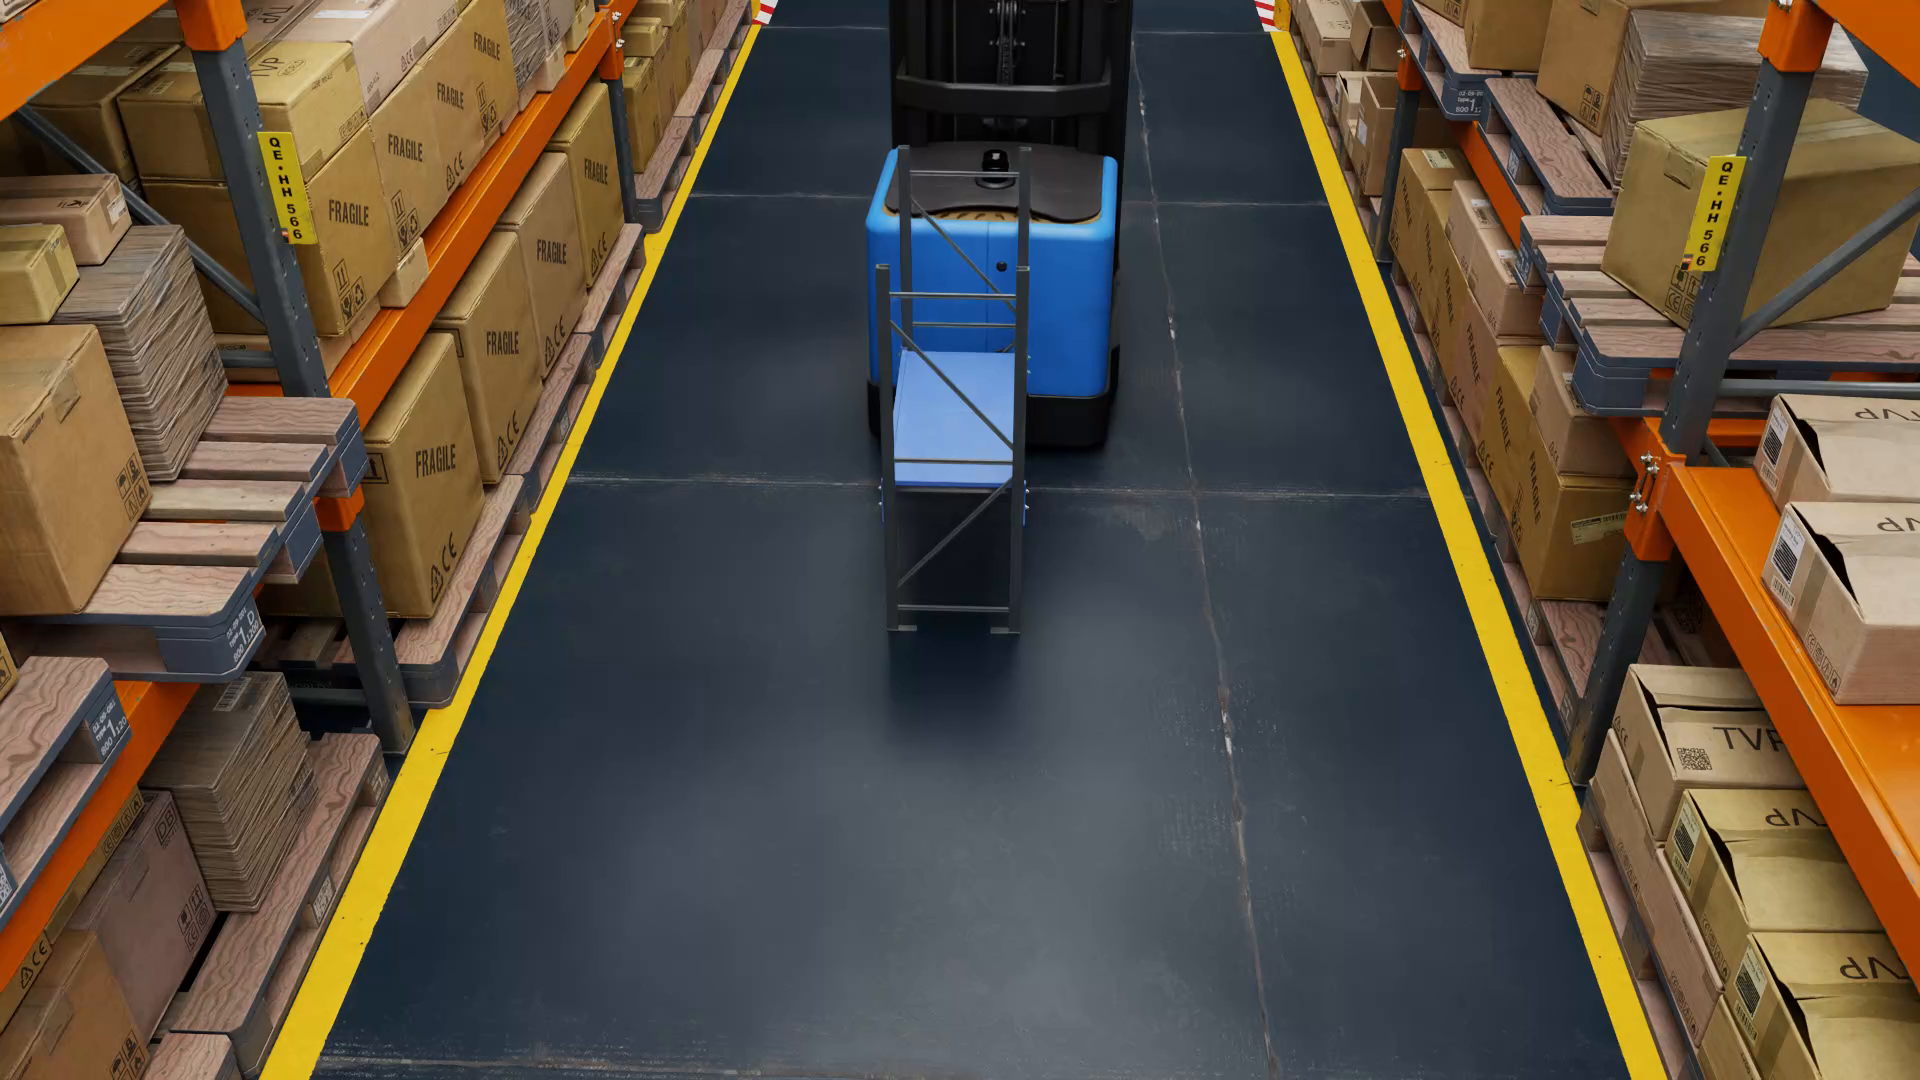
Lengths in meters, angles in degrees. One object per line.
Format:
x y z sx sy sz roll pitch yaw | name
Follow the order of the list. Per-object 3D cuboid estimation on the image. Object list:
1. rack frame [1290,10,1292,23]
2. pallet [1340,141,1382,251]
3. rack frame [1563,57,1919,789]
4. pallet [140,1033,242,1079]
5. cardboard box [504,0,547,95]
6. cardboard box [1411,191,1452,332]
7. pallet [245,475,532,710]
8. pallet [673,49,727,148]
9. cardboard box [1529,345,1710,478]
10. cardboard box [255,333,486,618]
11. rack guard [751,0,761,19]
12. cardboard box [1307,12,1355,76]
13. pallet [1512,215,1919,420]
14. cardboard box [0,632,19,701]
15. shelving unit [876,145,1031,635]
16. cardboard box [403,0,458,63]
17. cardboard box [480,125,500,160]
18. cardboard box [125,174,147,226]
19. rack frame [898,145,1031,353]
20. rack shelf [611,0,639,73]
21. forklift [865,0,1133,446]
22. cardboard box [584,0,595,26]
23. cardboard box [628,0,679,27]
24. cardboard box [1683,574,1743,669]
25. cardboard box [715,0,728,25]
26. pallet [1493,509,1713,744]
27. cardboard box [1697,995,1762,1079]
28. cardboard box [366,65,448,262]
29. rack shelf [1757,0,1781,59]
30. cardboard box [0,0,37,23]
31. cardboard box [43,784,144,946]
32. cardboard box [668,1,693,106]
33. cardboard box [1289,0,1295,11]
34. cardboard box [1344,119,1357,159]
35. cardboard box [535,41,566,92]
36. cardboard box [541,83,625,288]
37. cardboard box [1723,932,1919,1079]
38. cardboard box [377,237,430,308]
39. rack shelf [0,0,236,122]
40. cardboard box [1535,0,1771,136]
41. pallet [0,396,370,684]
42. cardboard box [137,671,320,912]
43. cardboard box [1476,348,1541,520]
2.875 -5.016 11.278 1.000 3.000 0.127 1 35 2 | rack frame
2.743 -1.971 9.371 1.003 0.211 1.213 1 35 2 | pallet
2.554 -0.419 4.738 1.000 3.000 0.127 1 35 2 | rack frame
-2.480 1.757 4.066 1.003 0.211 1.213 1 35 2 | pallet
-2.041 -2.148 6.834 0.500 0.500 0.500 1 35 2 | cardboard box
2.441 -1.296 7.776 0.500 0.500 0.500 2 35 3 | cardboard box
-2.289 0.158 6.341 1.003 0.211 1.213 1 35 2 | pallet
-2.080 -2.827 10.588 1.003 0.211 1.213 1 35 2 | pallet
2.355 -0.459 5.933 0.500 0.250 0.500 3 35 4 | cardboard box
-2.235 -0.243 5.992 0.750 0.750 0.750 1 35 1 | cardboard box
-2.074 -4.119 12.176 1.175 0.500 0.348 1 35 2 | rack guard
2.530 -3.190 10.689 0.500 0.250 0.500 1 35 2 | cardboard box
2.511 -0.732 5.349 1.213 0.211 1.003 1 35 2 | pallet
-2.433 0.234 3.339 0.700 0.500 0.500 1 35 2 | cardboard box
-0.003 -0.565 6.249 0.538 1.500 1.048 1 35 2 | shelving unit
-2.083 -1.860 5.773 0.500 0.250 0.500 2 35 2 | cardboard box
-2.083 -1.653 6.694 0.380 0.149 0.250 2 35 3 | cardboard box
-2.640 -0.980 5.172 0.500 0.500 0.500 2 35 2 | cardboard box
0.017 -0.857 6.665 0.500 1.500 0.032 1 35 2 | rack frame
-2.155 -3.684 10.009 1.077 0.370 4.000 1 35 2 | rack shelf
0.250 -2.436 7.667 1.130 2.935 3.031 3 35 4 | forklift
-1.966 -2.534 7.948 0.380 0.149 0.250 2 35 2 | cardboard box
-1.886 -3.164 9.888 0.380 0.149 0.250 0 35 1 | cardboard box
2.858 0.169 5.693 0.500 0.500 0.500 3 35 4 | cardboard box
-2.003 -3.872 11.460 0.700 0.500 0.500 1 35 2 | cardboard box
2.622 0.294 6.149 1.003 0.211 1.213 1 35 2 | pallet
2.205 1.416 4.153 0.500 0.250 0.500 0 35 1 | cardboard box
-2.090 -1.276 5.594 0.500 0.500 0.500 2 35 3 | cardboard box
2.634 -2.501 5.717 1.077 0.370 4.000 1 35 2 | rack shelf
-2.155 -1.311 3.457 0.500 0.311 0.500 1 35 2 | cardboard box
-2.458 0.745 4.220 0.500 0.250 0.500 2 35 3 | cardboard box
-2.056 -2.989 10.204 0.700 0.500 0.500 2 35 3 | cardboard box
2.515 -3.796 11.640 0.380 0.149 0.250 1 35 2 | cardboard box
2.409 -2.282 9.485 0.380 0.149 0.250 1 35 2 | cardboard box
-1.960 -2.088 7.313 0.380 0.149 0.250 1 35 2 | cardboard box
-2.131 -1.745 8.129 0.750 0.750 0.750 2 35 2 | cardboard box
2.204 1.194 3.981 0.500 0.311 0.500 0 35 1 | cardboard box
-2.037 -0.916 5.646 0.380 0.149 0.250 2 35 3 | cardboard box
-2.476 -0.315 2.607 1.077 0.370 4.000 1 35 2 | rack shelf
2.705 -1.914 6.412 0.700 0.500 0.500 -7 36 -10 | cardboard box
-2.318 -0.041 4.367 1.213 0.211 1.003 1 35 2 | pallet
-2.373 0.726 4.900 0.700 0.500 0.500 2 35 3 | cardboard box
2.378 -0.417 6.525 0.500 0.500 0.500 0 35 0 | cardboard box
